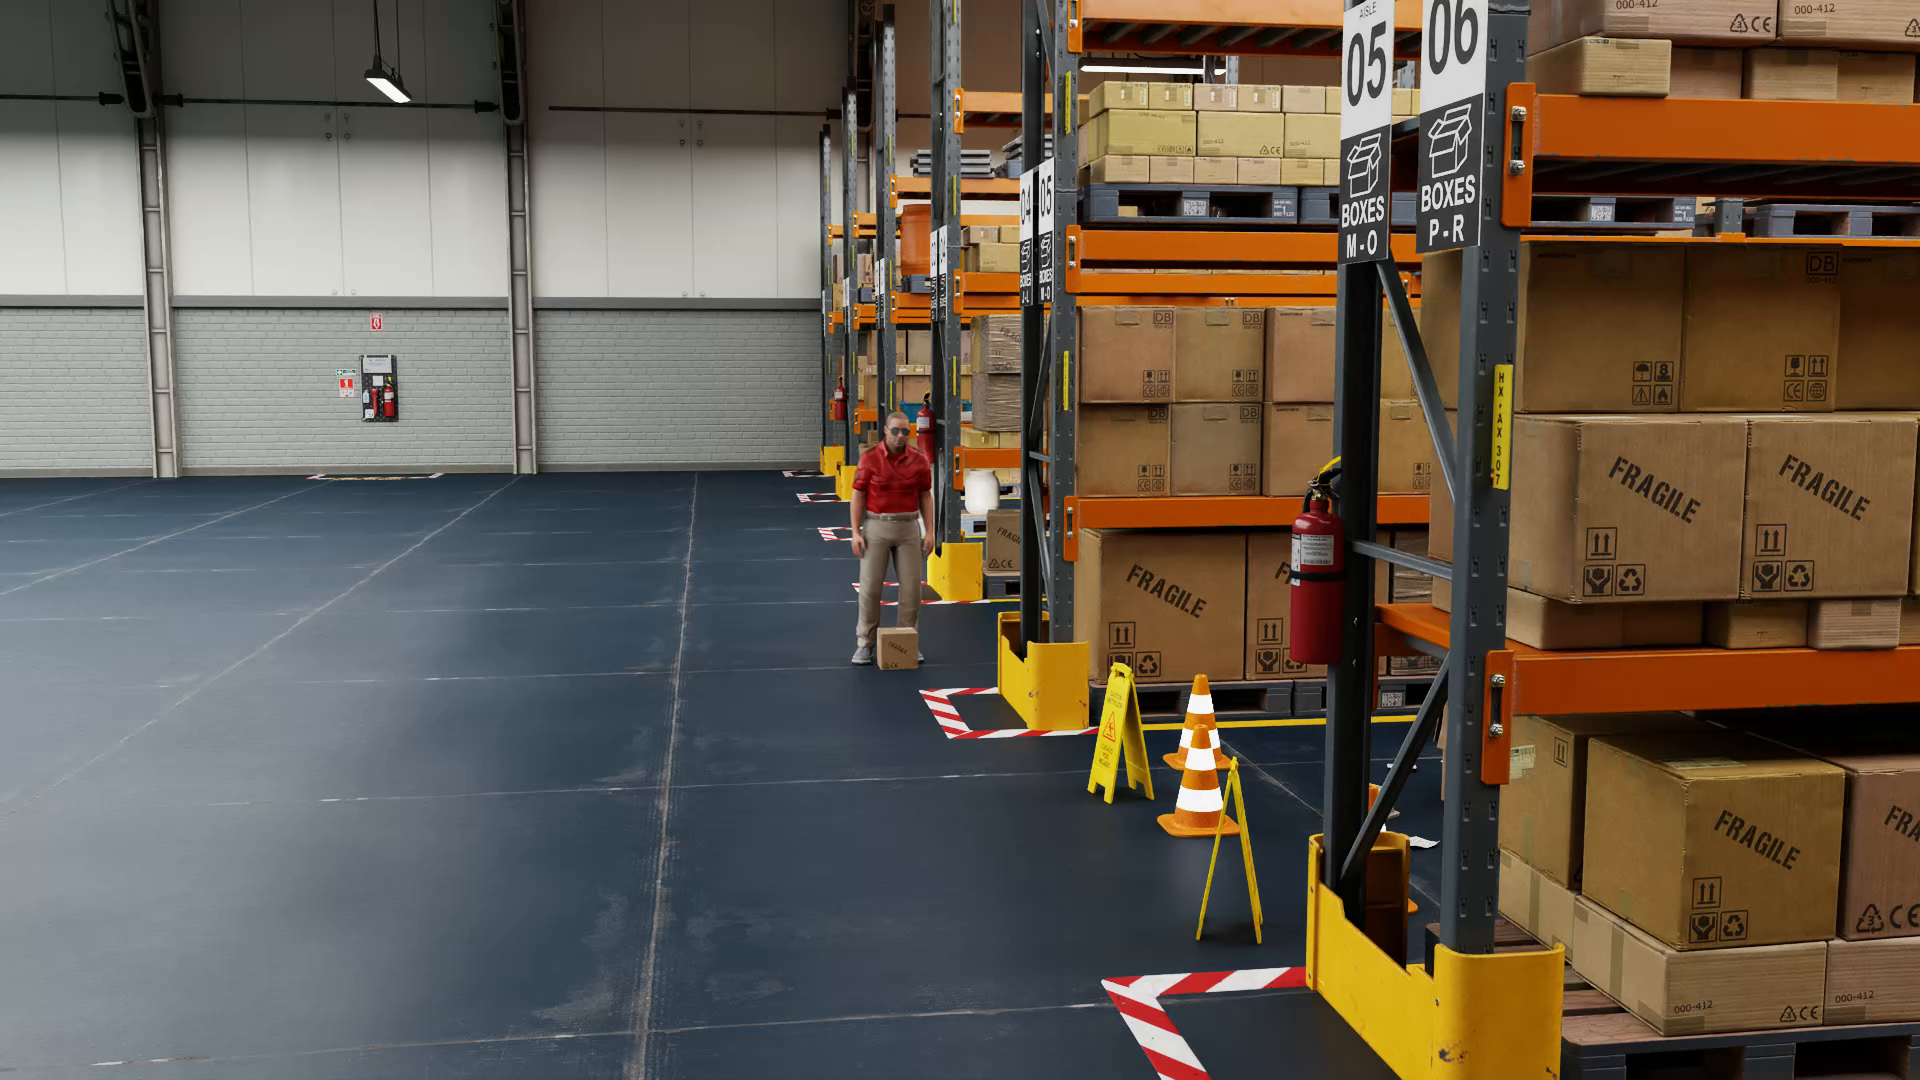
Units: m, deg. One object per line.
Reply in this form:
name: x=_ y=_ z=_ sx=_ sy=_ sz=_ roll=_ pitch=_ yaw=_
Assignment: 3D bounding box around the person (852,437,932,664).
person: x=-0.473 y=0.062 z=11.501 sx=0.592 sy=1.551 sz=0.394 roll=-1 pitch=7 yaw=-12
